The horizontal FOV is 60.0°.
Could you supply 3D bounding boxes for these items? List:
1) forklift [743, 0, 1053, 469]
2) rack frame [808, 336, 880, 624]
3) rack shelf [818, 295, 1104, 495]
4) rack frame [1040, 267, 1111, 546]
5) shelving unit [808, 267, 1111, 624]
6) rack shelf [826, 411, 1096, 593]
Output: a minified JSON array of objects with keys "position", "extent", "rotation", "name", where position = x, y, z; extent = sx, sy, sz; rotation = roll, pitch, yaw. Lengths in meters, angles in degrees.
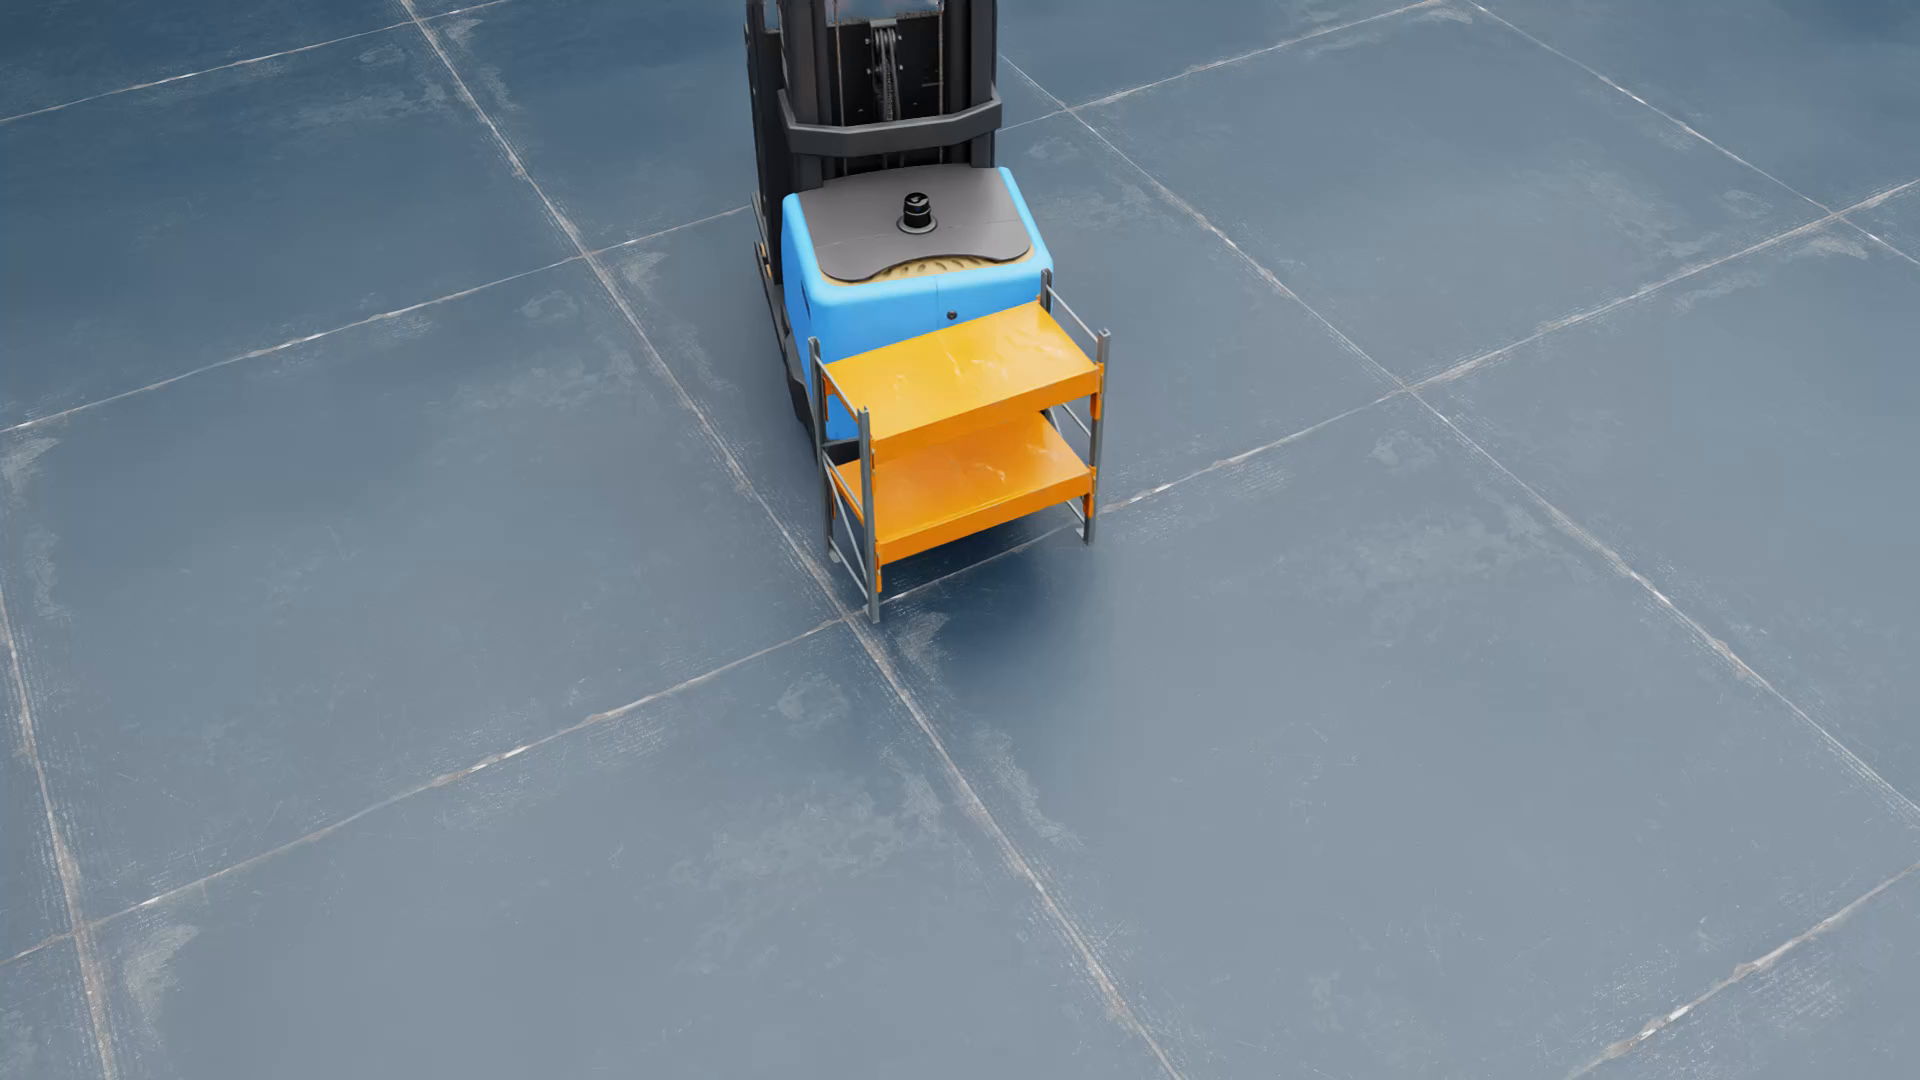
[{"position":[-0.434,-2.338,7.484],"extent":[1.130,2.935,3.031],"rotation":[-9,45,-9],"name":"forklift"},{"position":[-0.455,-0.217,6.595],"extent":[0.032,1.125,0.500],"rotation":[-19,47,-19],"name":"rack frame"},{"position":[-0.001,-0.587,6.556],"extent":[1.000,0.278,0.538],"rotation":[-19,47,-19],"name":"rack shelf"},{"position":[0.452,-0.536,6.924],"extent":[0.032,1.125,0.500],"rotation":[-19,47,-19],"name":"rack frame"},{"position":[-0.001,-0.377,6.760],"extent":[1.048,1.125,0.538],"rotation":[-19,47,-19],"name":"shelving unit"},{"position":[-0.001,-0.201,6.930],"extent":[1.000,0.278,0.538],"rotation":[-19,47,-19],"name":"rack shelf"}]
